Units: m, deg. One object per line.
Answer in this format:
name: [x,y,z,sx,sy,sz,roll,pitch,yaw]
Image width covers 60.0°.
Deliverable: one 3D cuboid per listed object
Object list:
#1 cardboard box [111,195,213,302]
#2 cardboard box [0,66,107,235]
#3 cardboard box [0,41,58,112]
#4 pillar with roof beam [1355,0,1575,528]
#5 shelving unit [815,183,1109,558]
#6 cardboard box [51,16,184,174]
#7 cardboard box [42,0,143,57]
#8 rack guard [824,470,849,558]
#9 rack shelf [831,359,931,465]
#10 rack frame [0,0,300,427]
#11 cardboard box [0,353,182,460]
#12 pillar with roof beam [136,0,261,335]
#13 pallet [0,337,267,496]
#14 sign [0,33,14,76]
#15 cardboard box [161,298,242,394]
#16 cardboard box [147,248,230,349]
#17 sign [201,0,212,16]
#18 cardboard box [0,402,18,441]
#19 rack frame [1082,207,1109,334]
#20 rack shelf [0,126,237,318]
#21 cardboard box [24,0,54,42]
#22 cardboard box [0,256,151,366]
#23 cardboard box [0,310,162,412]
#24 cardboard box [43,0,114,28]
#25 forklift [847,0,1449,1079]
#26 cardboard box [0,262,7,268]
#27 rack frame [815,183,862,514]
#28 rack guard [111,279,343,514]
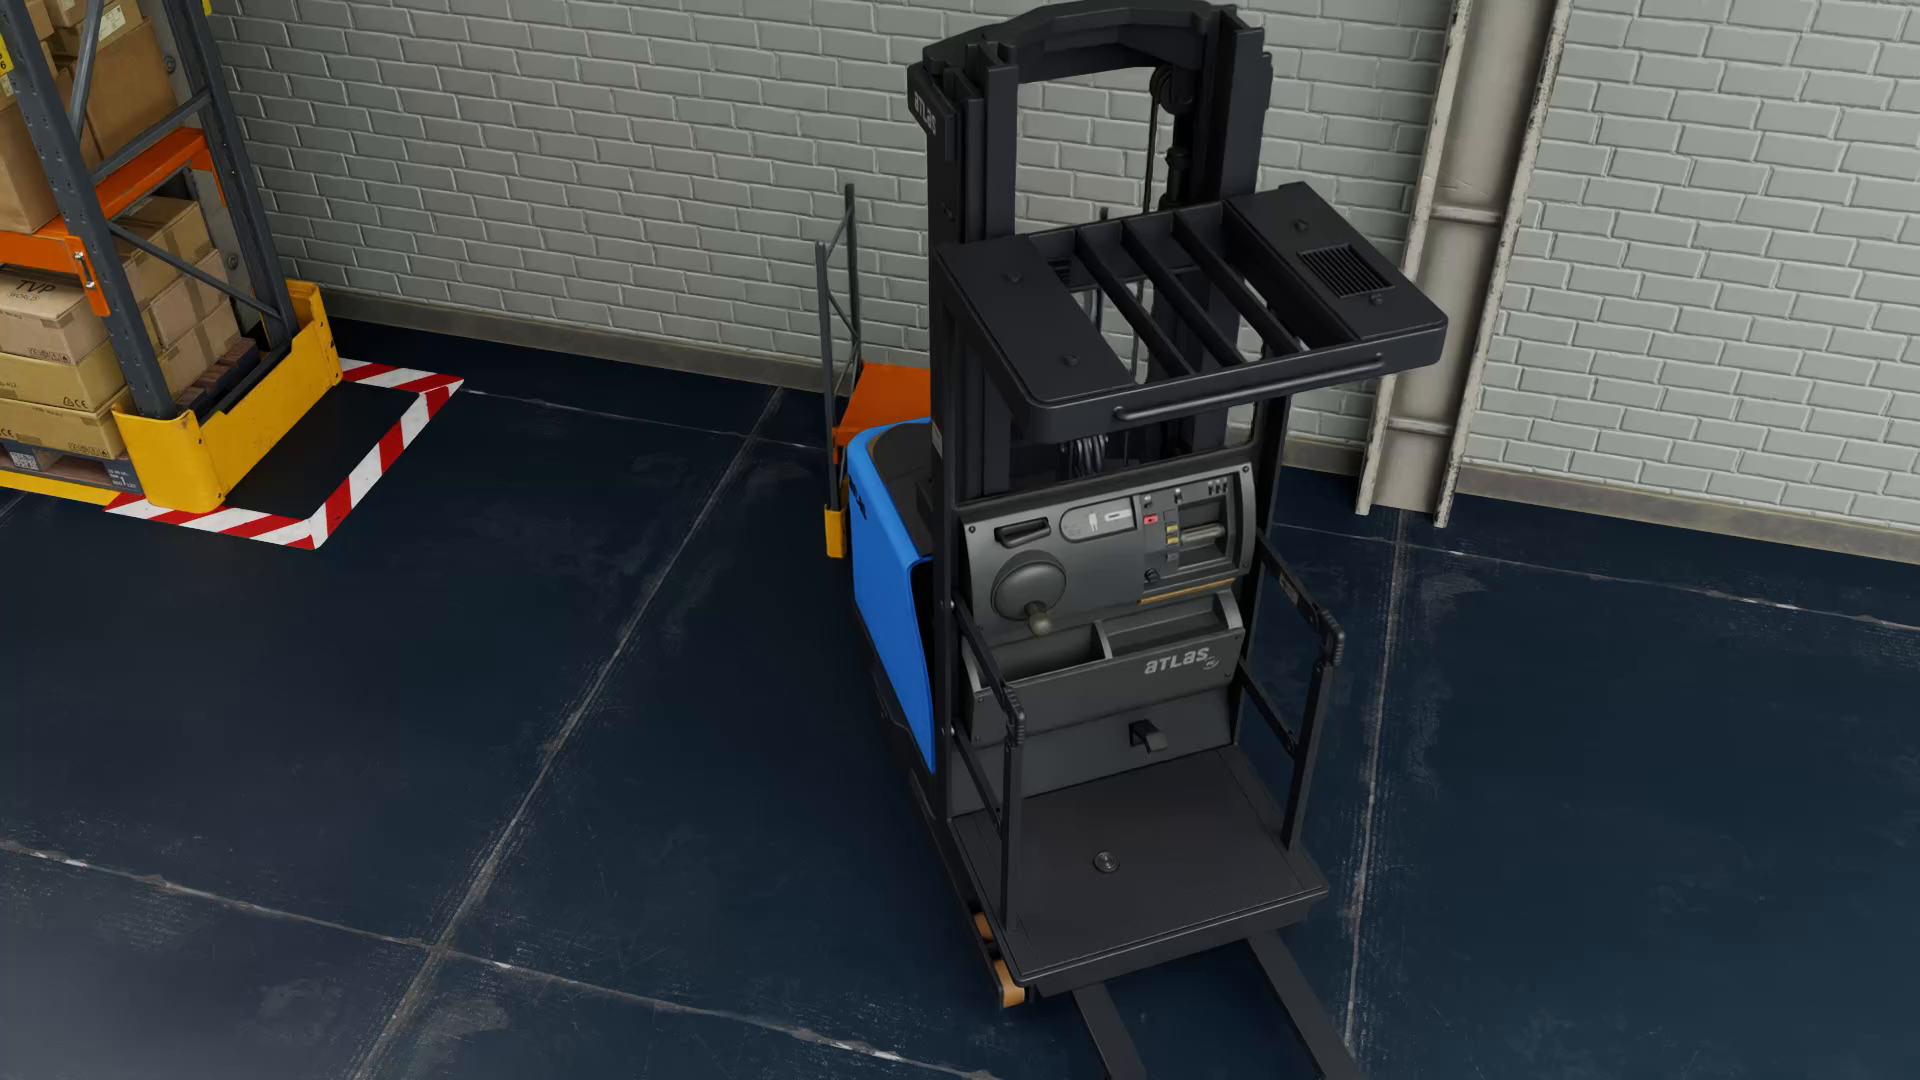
cardboard box: [-3.786,-1.339,7.546,0.500,0.250,0.500,9,41,11]
cardboard box: [-3.914,-1.608,6.755,0.500,0.500,0.500,9,41,10]
cardboard box: [-3.778,-1.821,6.504,0.250,0.149,0.380,10,41,12]
pillar with roof beam: [0.873,-0.952,1.387,0.400,9.000,9.100,10,41,11]
shelving unit: [0.008,-0.625,6.828,1.083,1.500,0.587,7,41,8]
cardboard box: [-3.778,-1.944,7.155,0.500,0.500,0.500,11,41,13]
cardboard box: [-3.632,-2.155,6.902,0.250,0.149,0.380,9,41,10]
rack guard: [-0.481,-0.207,7.302,0.087,0.250,0.587,7,41,8]
rack shelf: [0.016,-0.486,6.942,1.000,0.185,0.538,7,41,8]
rack frame: [-3.371,-1.651,6.884,0.127,3.000,1.000,10,41,11]
cardboard box: [-3.907,-0.641,7.492,0.500,0.250,0.500,10,41,12]
pillar with roof beam: [-4.923,-1.950,2.574,0.400,9.000,9.100,10,41,11]
pallet: [-4.121,-0.685,7.901,1.213,0.211,1.003,10,41,11]
sign: [-3.525,-1.850,6.036,0.005,0.325,0.100,10,41,11]
cardboard box: [-3.795,-0.962,7.875,0.500,0.250,0.500,10,41,12]
cardboard box: [-3.771,-1.158,7.719,0.500,0.250,0.500,10,41,12]
sign: [-3.222,-2.357,6.989,0.005,0.325,0.100,10,41,11]
cardboard box: [-4.384,-0.729,7.598,0.500,0.250,0.500,10,41,11]
rack frame: [0.516,-0.562,6.753,0.032,1.500,0.500,7,41,8]
rack shelf: [-5.303,-1.708,7.511,4.000,0.370,1.077,10,41,11]
cardboard box: [-3.771,-1.980,6.462,0.250,0.149,0.380,10,41,12]
cardboard box: [-3.896,-1.025,7.172,0.500,0.250,0.500,11,41,13]
cardboard box: [-3.922,-0.837,7.337,0.500,0.250,0.500,9,41,11]
cardboard box: [-3.640,-2.240,6.772,0.250,0.149,0.380,9,41,11]
forklift: [0.532,0.101,4.851,1.130,2.935,3.031,-12,42,-14]
cardboard box: [-4.391,-1.106,7.268,0.500,0.250,0.500,10,41,12]
rack frame: [-0.483,-0.685,6.900,0.032,1.500,0.500,7,41,8]
rack guard: [-3.348,-0.690,7.683,0.348,0.500,1.175,10,41,11]
